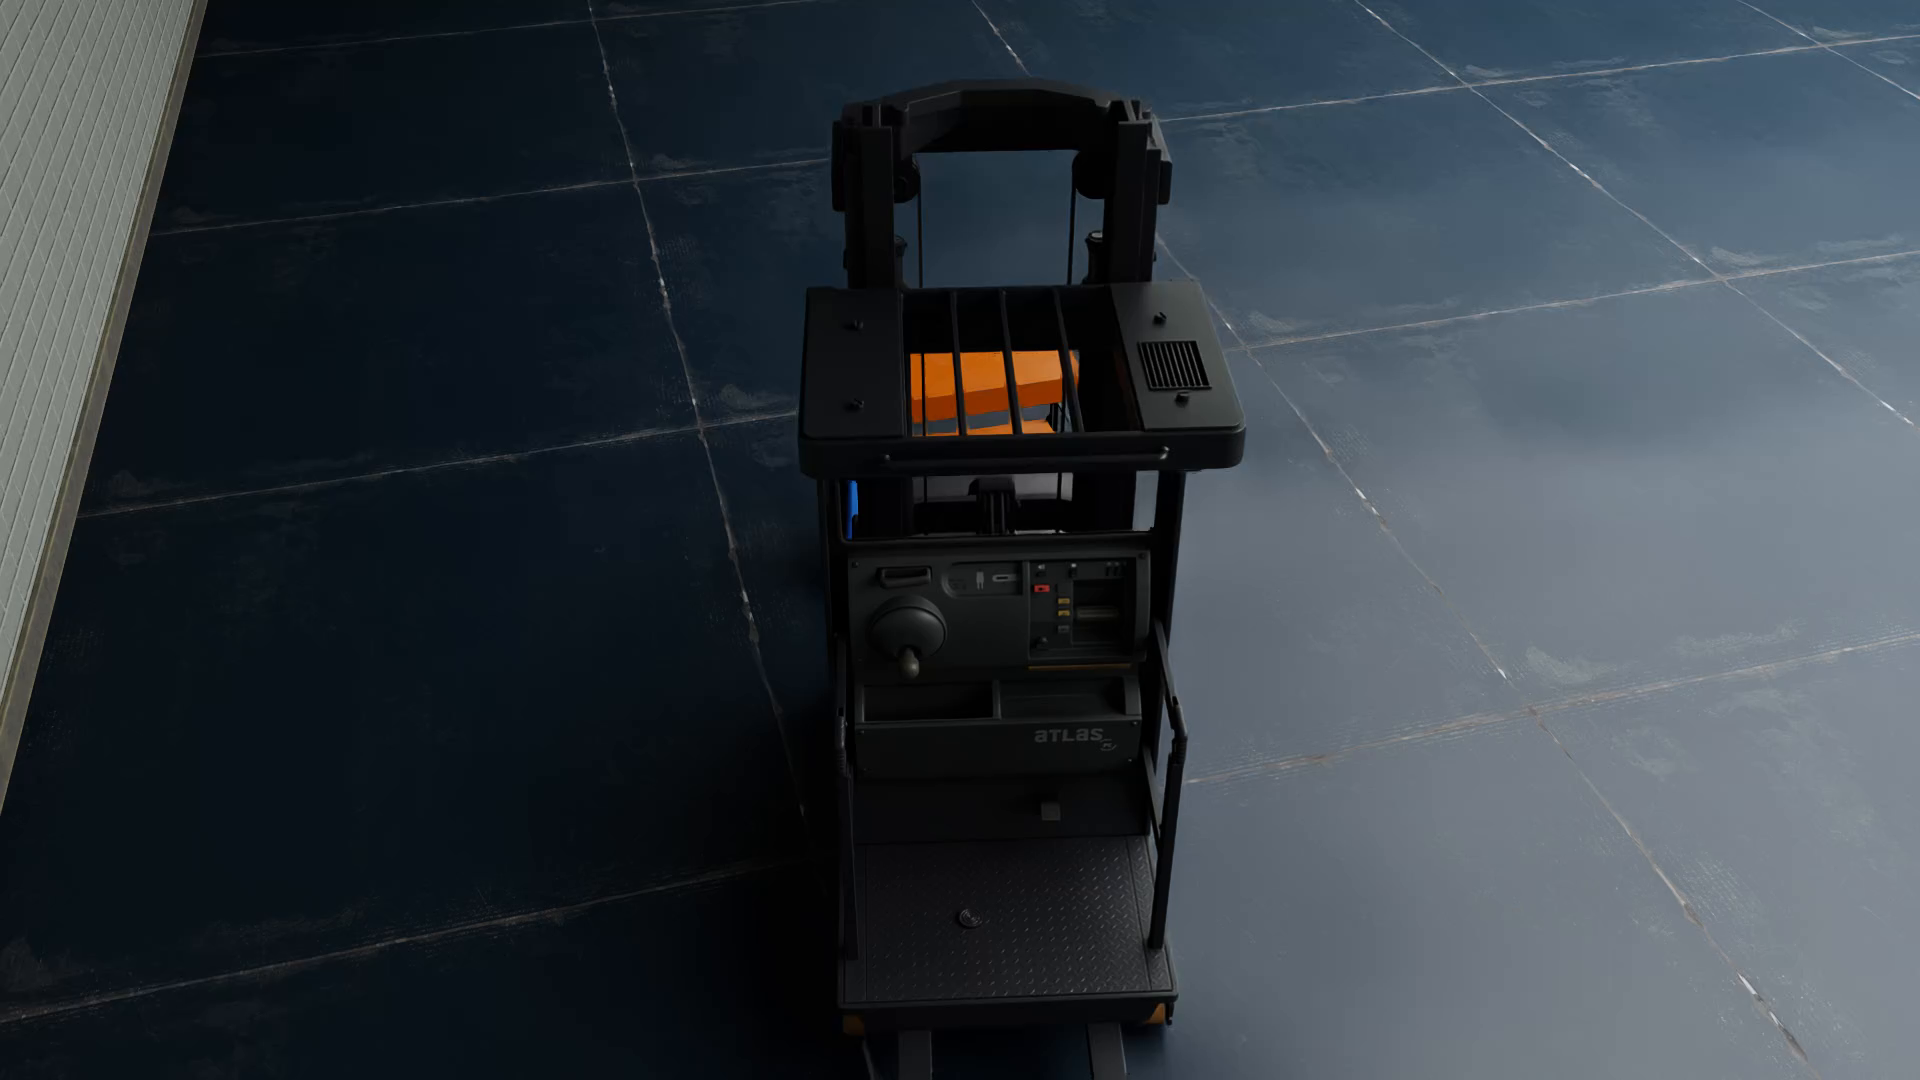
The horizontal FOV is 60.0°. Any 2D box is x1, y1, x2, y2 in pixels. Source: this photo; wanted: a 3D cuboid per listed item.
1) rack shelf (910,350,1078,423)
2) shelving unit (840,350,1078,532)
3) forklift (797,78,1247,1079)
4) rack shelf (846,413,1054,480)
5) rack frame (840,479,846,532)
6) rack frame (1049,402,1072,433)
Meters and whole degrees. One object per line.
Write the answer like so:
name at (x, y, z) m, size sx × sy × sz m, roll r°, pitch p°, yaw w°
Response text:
rack shelf at (0.007, -0.680, 7.232) m, size 1.000 × 0.278 × 0.538 m, roll -9°, pitch 38°, yaw -12°
shelving unit at (0.007, -0.448, 7.410) m, size 1.048 × 1.125 × 0.538 m, roll -9°, pitch 38°, yaw -12°
forklift at (0.134, 0.290, 4.958) m, size 1.130 × 2.935 × 3.031 m, roll -2°, pitch 37°, yaw -2°
rack shelf at (0.007, -0.254, 7.558) m, size 1.000 × 0.278 × 0.538 m, roll -9°, pitch 38°, yaw -12°
rack frame at (-0.484, -0.367, 7.304) m, size 0.032 × 1.125 × 0.500 m, roll -9°, pitch 38°, yaw -12°
rack frame at (0.497, -0.528, 7.515) m, size 0.032 × 1.125 × 0.500 m, roll -9°, pitch 38°, yaw -12°
